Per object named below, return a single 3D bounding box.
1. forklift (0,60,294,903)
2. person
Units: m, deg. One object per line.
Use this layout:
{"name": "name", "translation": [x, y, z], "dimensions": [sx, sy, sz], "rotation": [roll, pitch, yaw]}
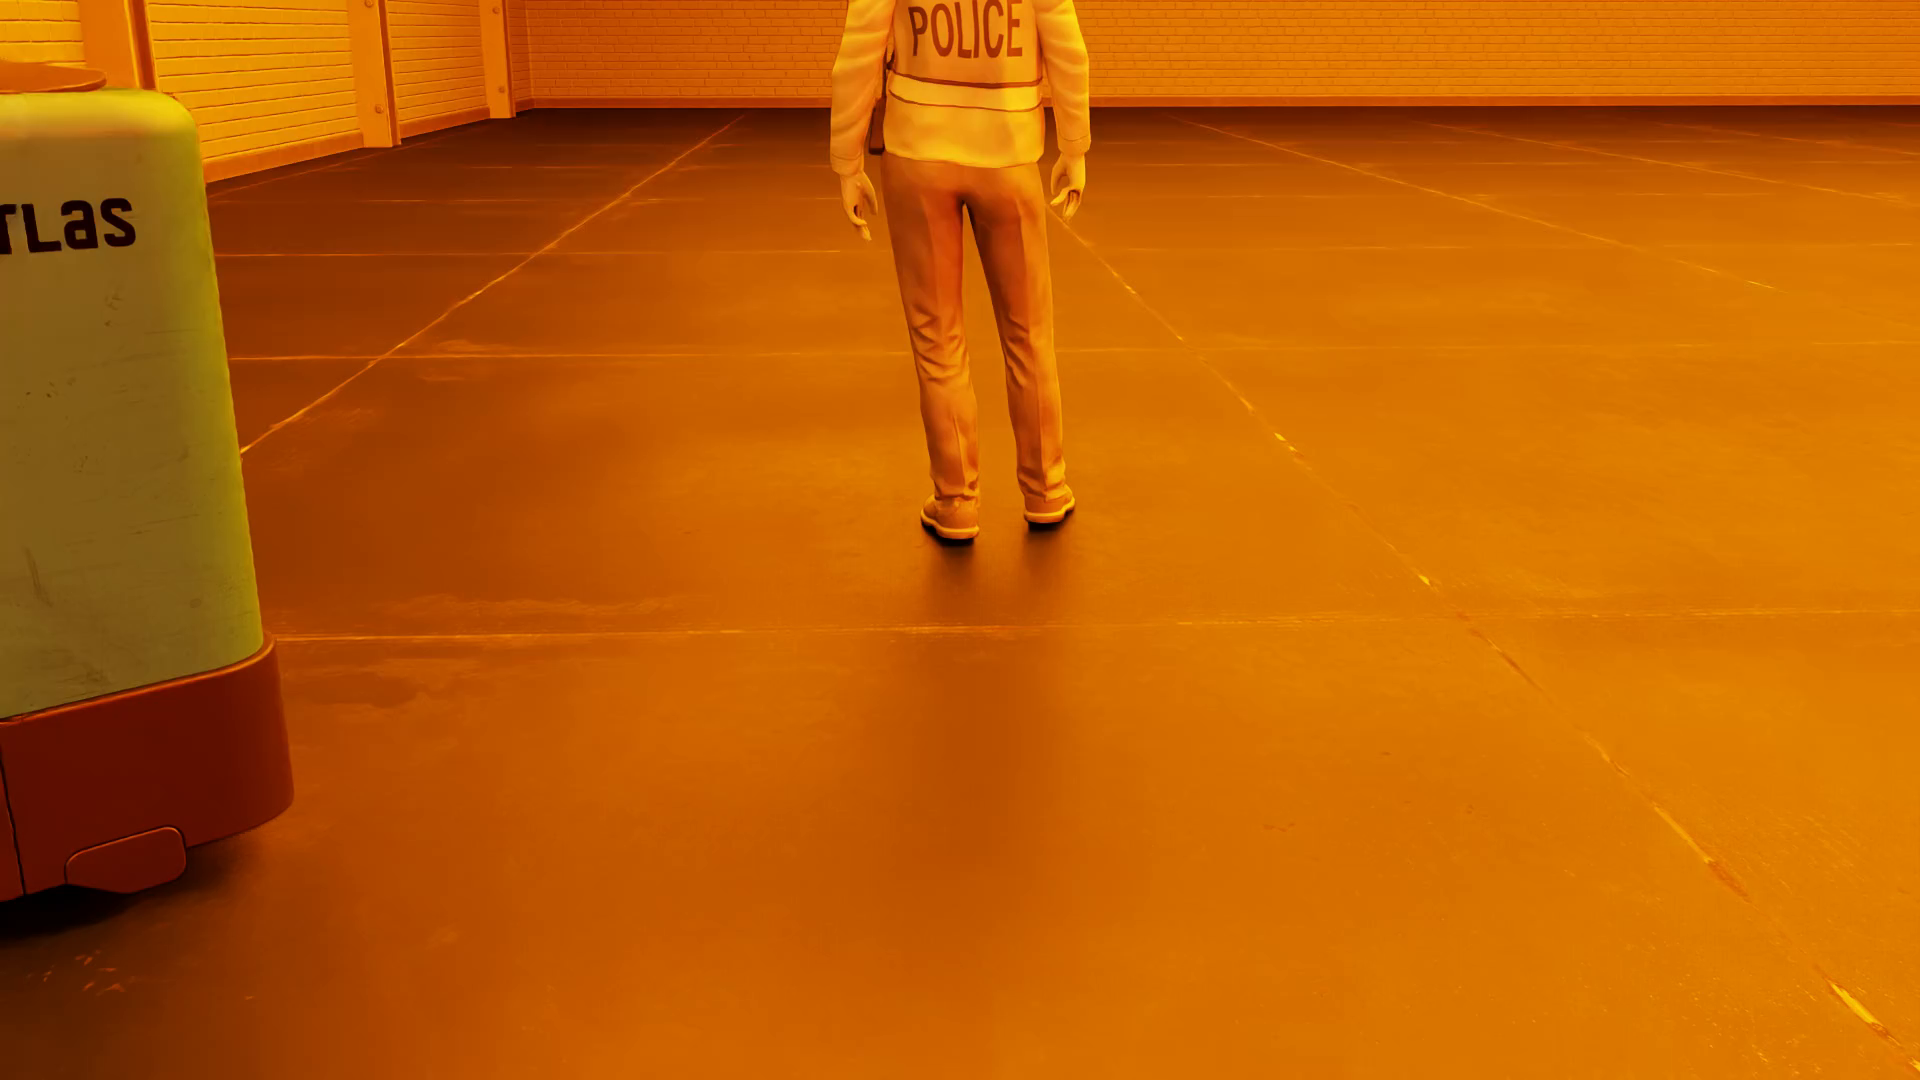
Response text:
{"name": "forklift", "translation": [-2.415, -0.768, 1.418], "dimensions": [3.031, 2.935, 1.130], "rotation": [-14, 22, -39]}
{"name": "person", "translation": [0.003, -0.837, 3.734], "dimensions": [0.586, 1.694, 0.532], "rotation": [-1, 17, -3]}
